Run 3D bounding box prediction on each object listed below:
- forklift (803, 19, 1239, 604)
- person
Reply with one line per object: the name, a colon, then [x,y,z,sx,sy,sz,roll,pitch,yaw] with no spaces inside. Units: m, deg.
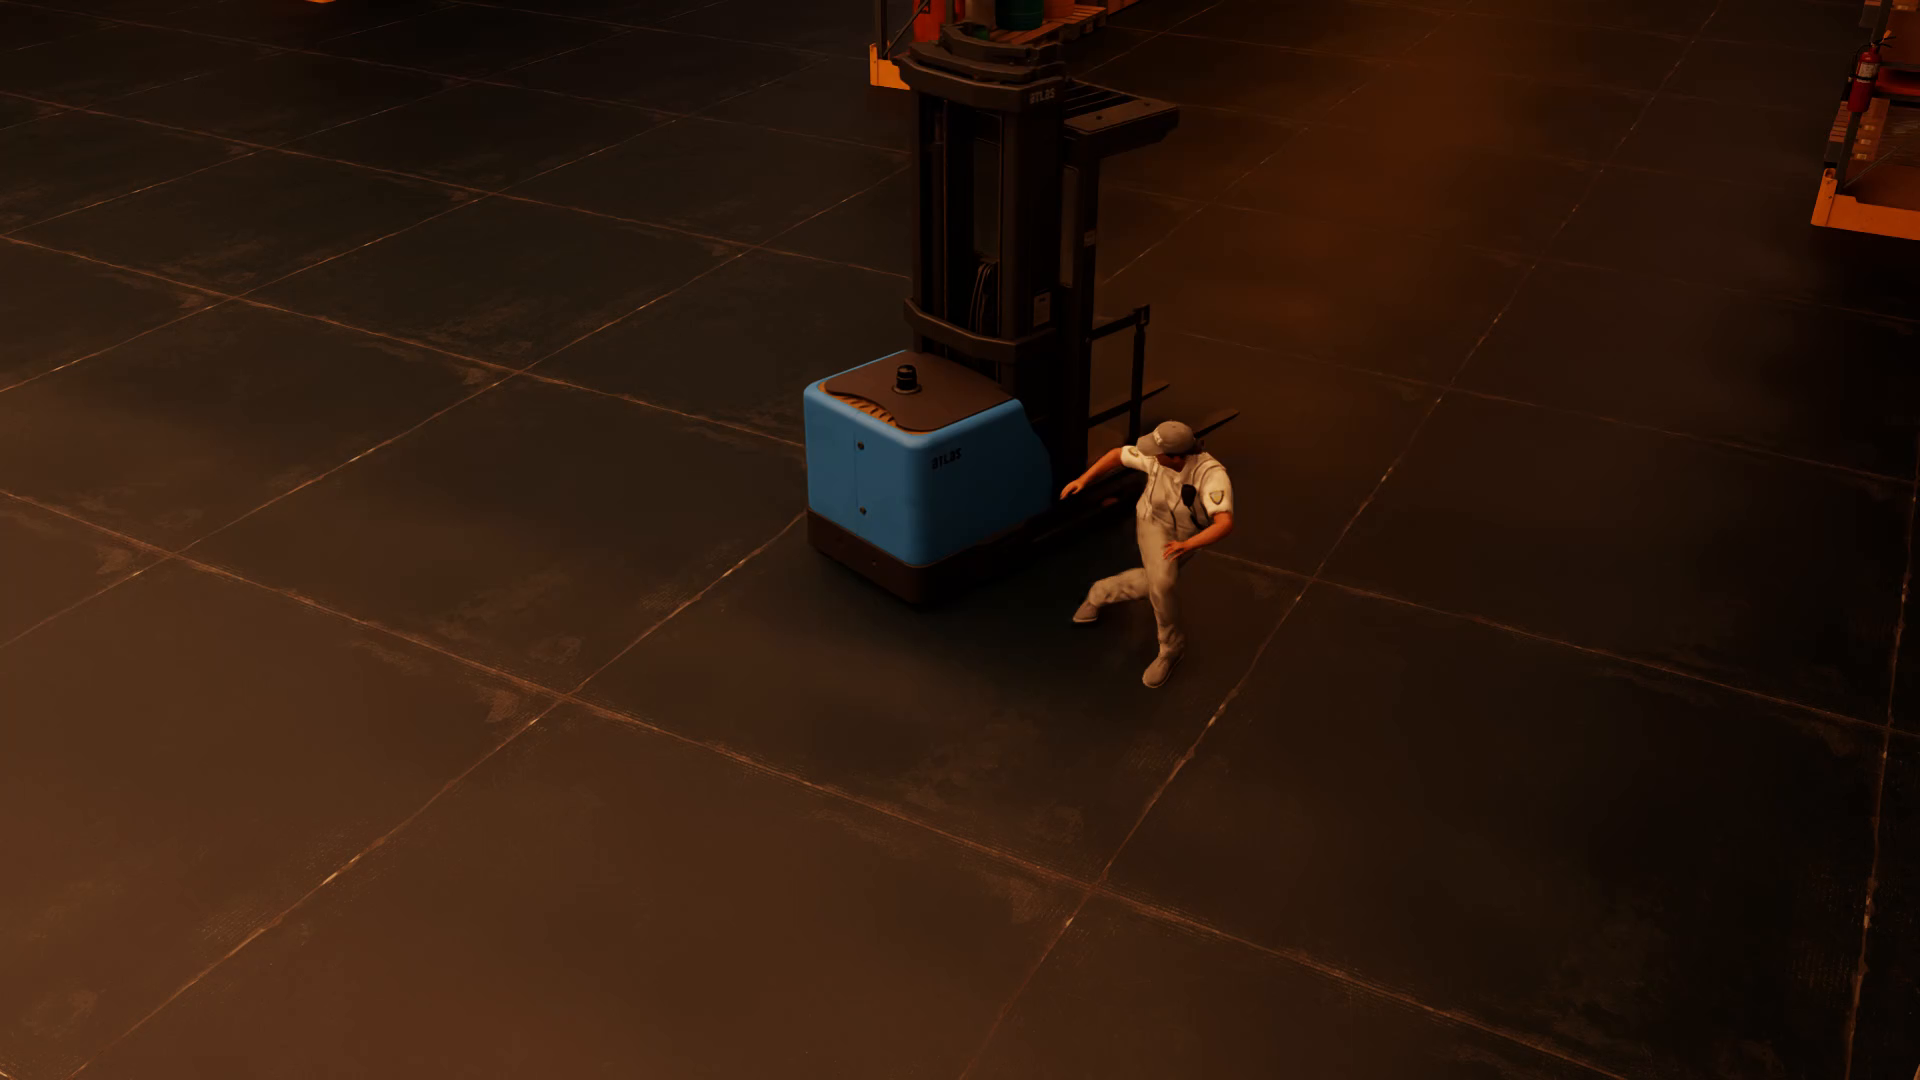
forklift: [0.521,-1.536,9.731,3.031,2.935,1.130,-25,38,-36]
person: [0.944,0.020,8.554,0.899,1.442,0.981,5,30,9]
